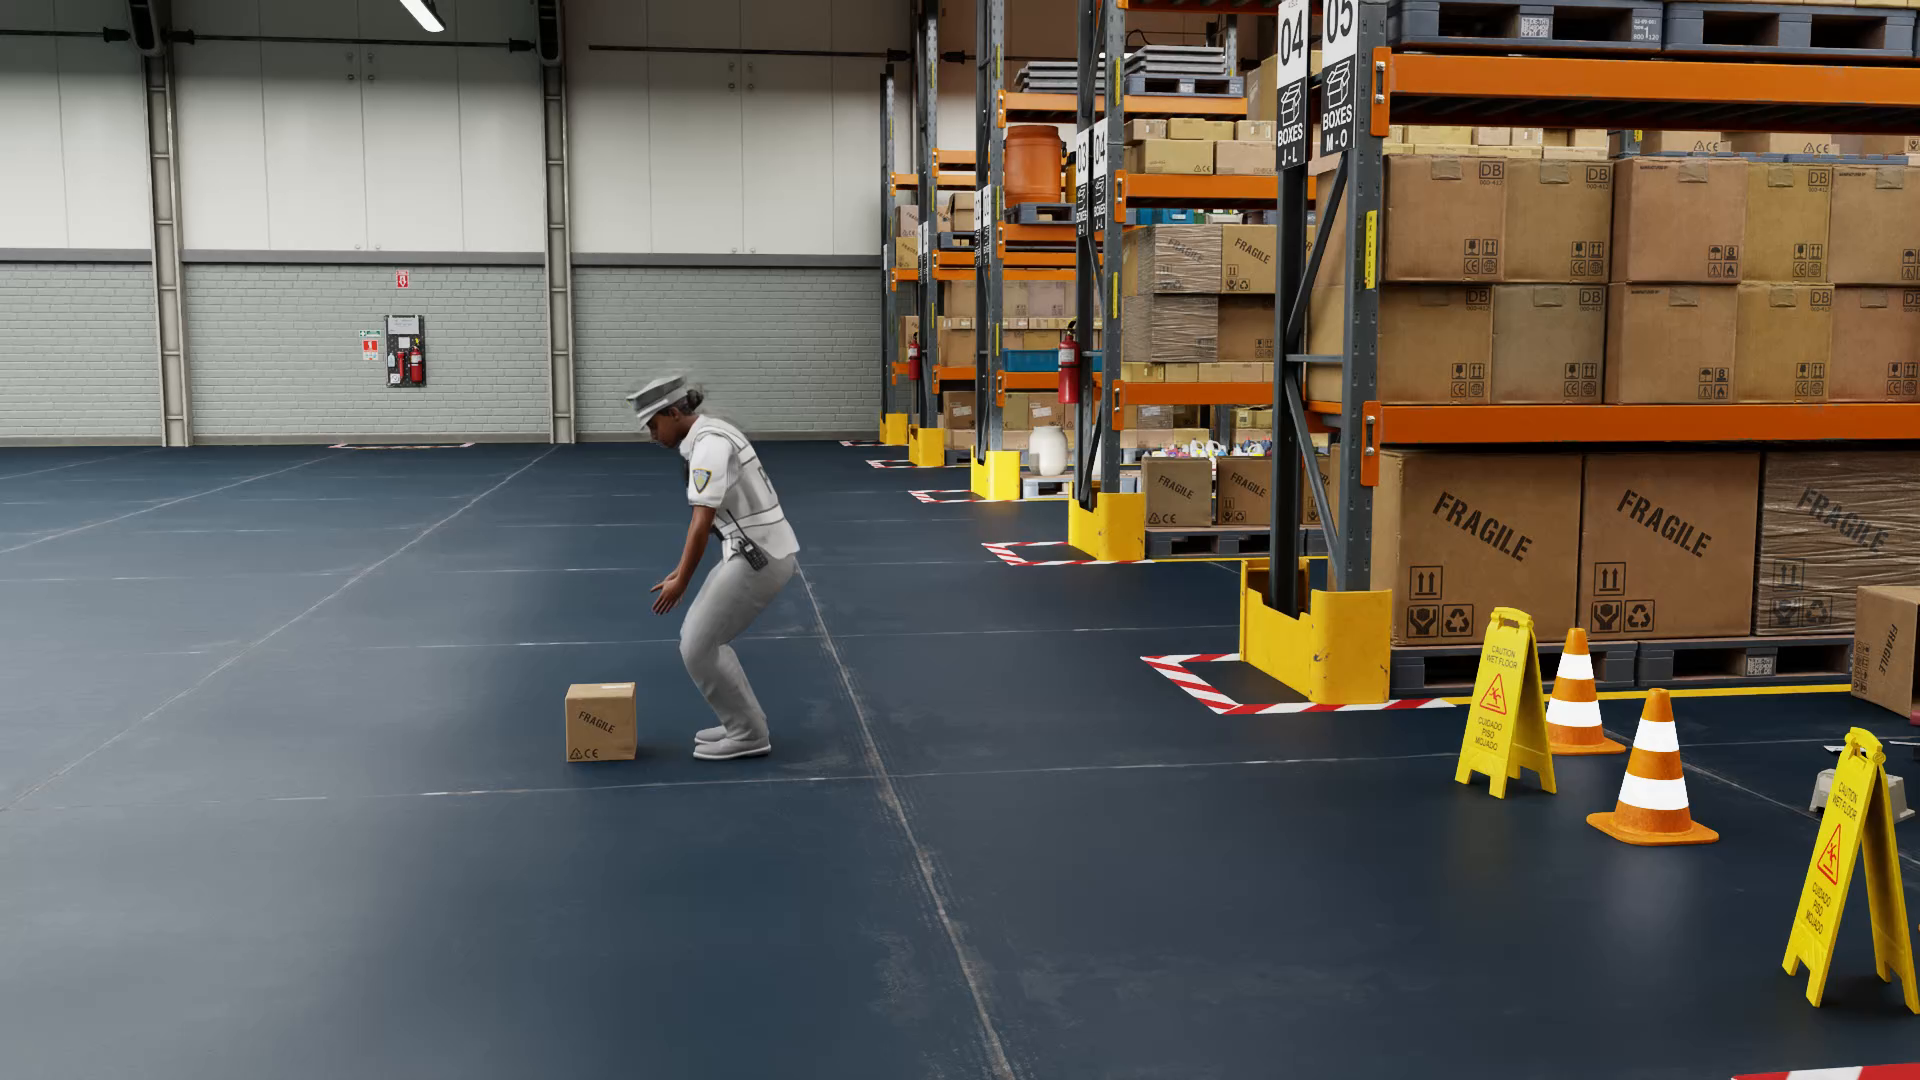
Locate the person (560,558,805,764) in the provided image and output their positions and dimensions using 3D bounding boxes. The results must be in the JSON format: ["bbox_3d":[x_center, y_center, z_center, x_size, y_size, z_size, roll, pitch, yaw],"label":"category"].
[{"bbox_3d":[-1.064,0.457,6.426,0.927,0.767,0.459,-1,7,-10],"label":"person"}]
